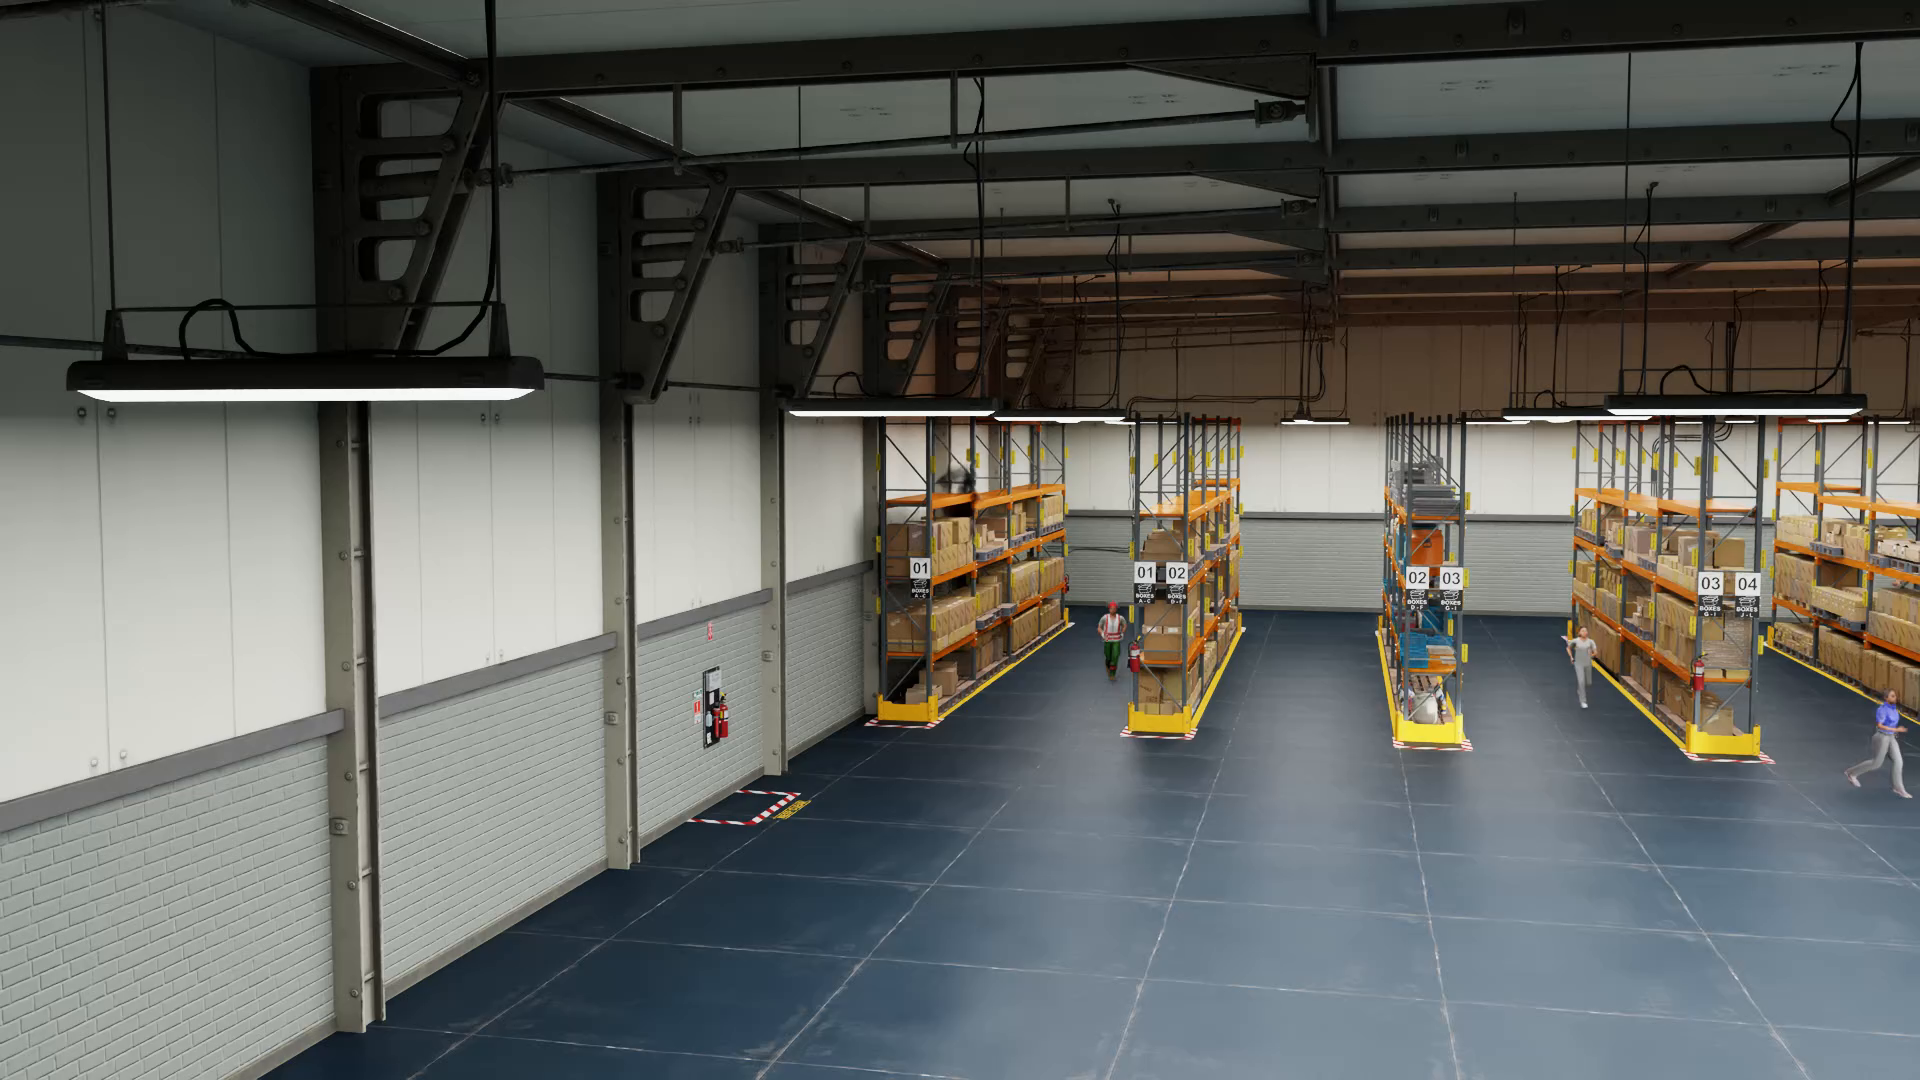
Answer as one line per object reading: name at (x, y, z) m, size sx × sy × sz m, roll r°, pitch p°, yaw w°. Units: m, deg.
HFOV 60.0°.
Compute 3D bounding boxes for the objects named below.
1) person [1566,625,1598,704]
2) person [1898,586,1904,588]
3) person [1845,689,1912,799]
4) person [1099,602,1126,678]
person at (12.782, 2.545, 34.173) m, size 0.574 × 1.576 × 0.758 m, roll 0°, pitch 4°, yaw 6°
person at (24.956, 1.535, 44.202) m, size 0.373 × 0.622 × 0.444 m, roll 1°, pitch 4°, yaw 20°
person at (14.394, 3.150, 25.974) m, size 0.588 × 1.659 × 0.931 m, roll -3°, pitch 5°, yaw -38°
person at (3.451, 2.256, 37.659) m, size 0.632 × 1.709 × 0.669 m, roll 0°, pitch 4°, yaw 2°
